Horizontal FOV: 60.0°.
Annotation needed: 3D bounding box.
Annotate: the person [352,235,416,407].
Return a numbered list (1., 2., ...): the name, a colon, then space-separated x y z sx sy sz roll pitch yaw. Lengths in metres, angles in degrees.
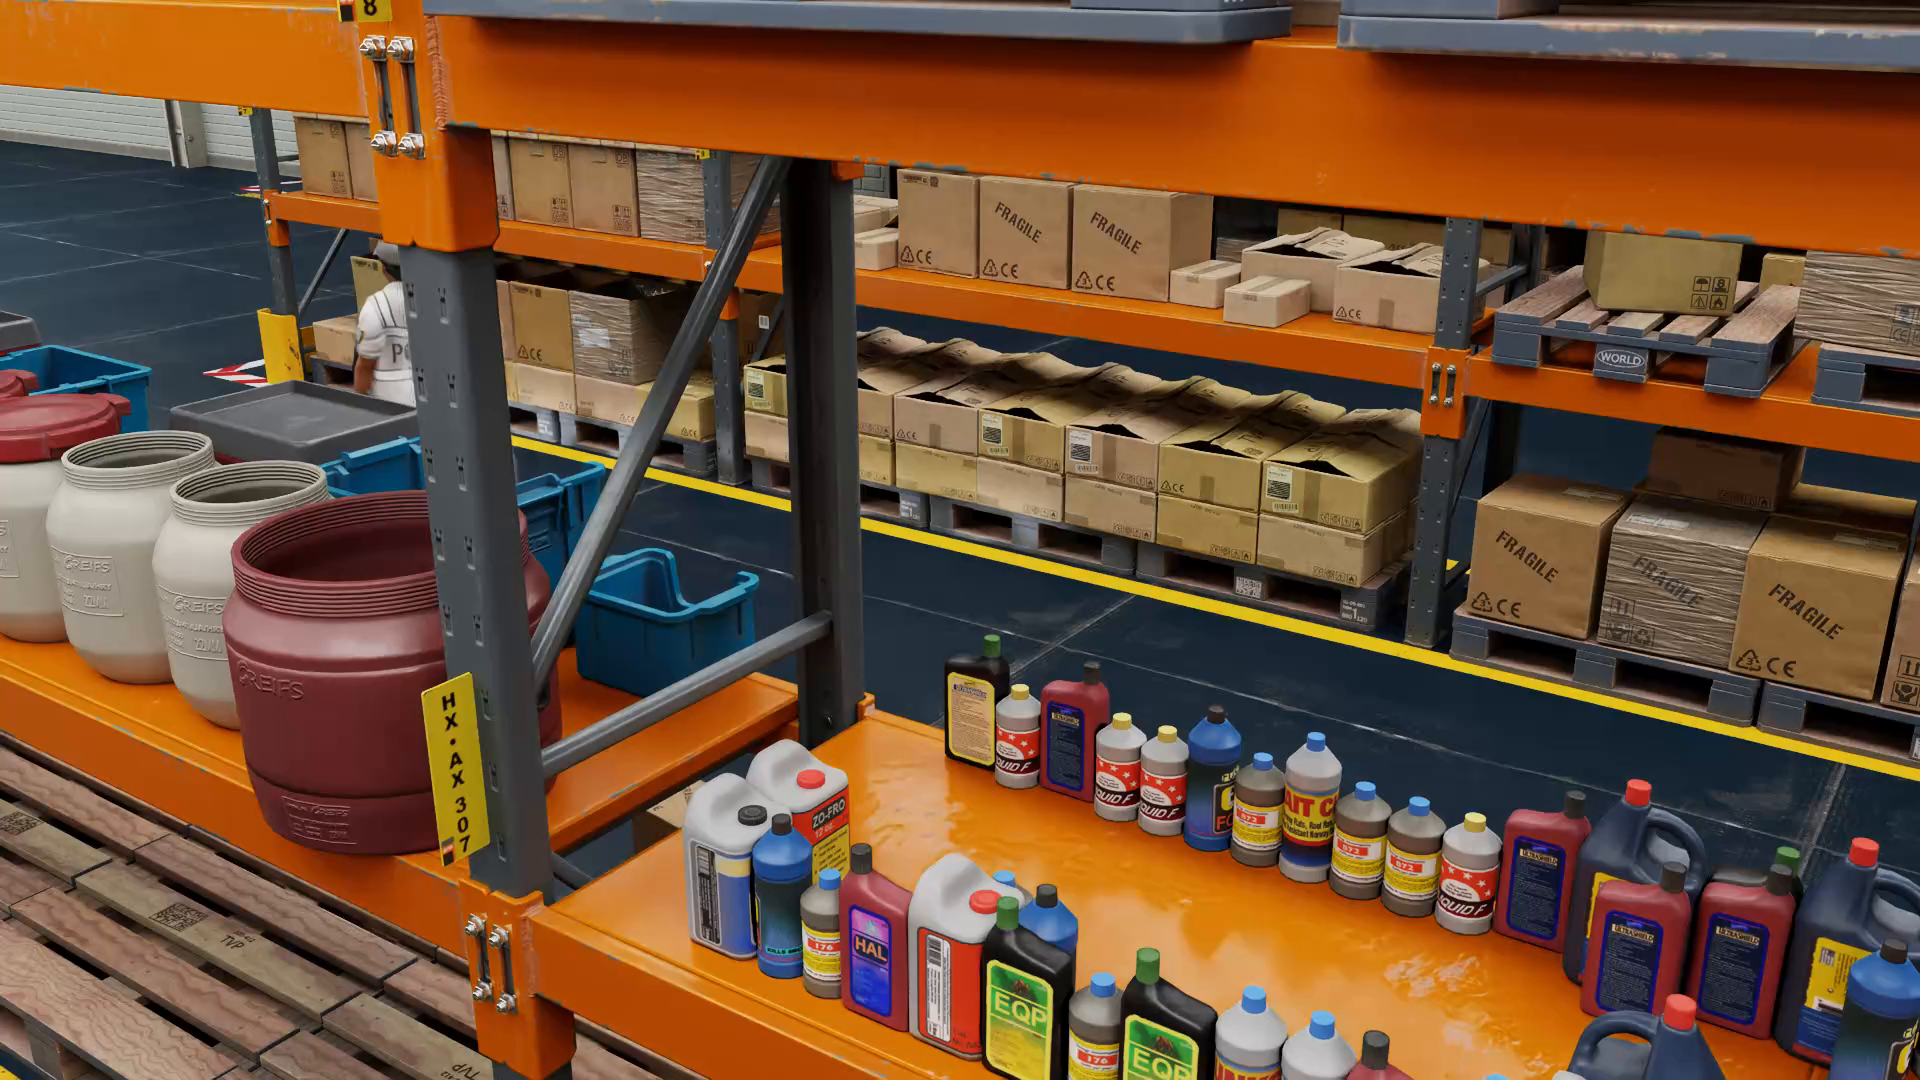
1. person: -2.543 -0.572 7.700 0.529 1.733 0.482 18 27 41
